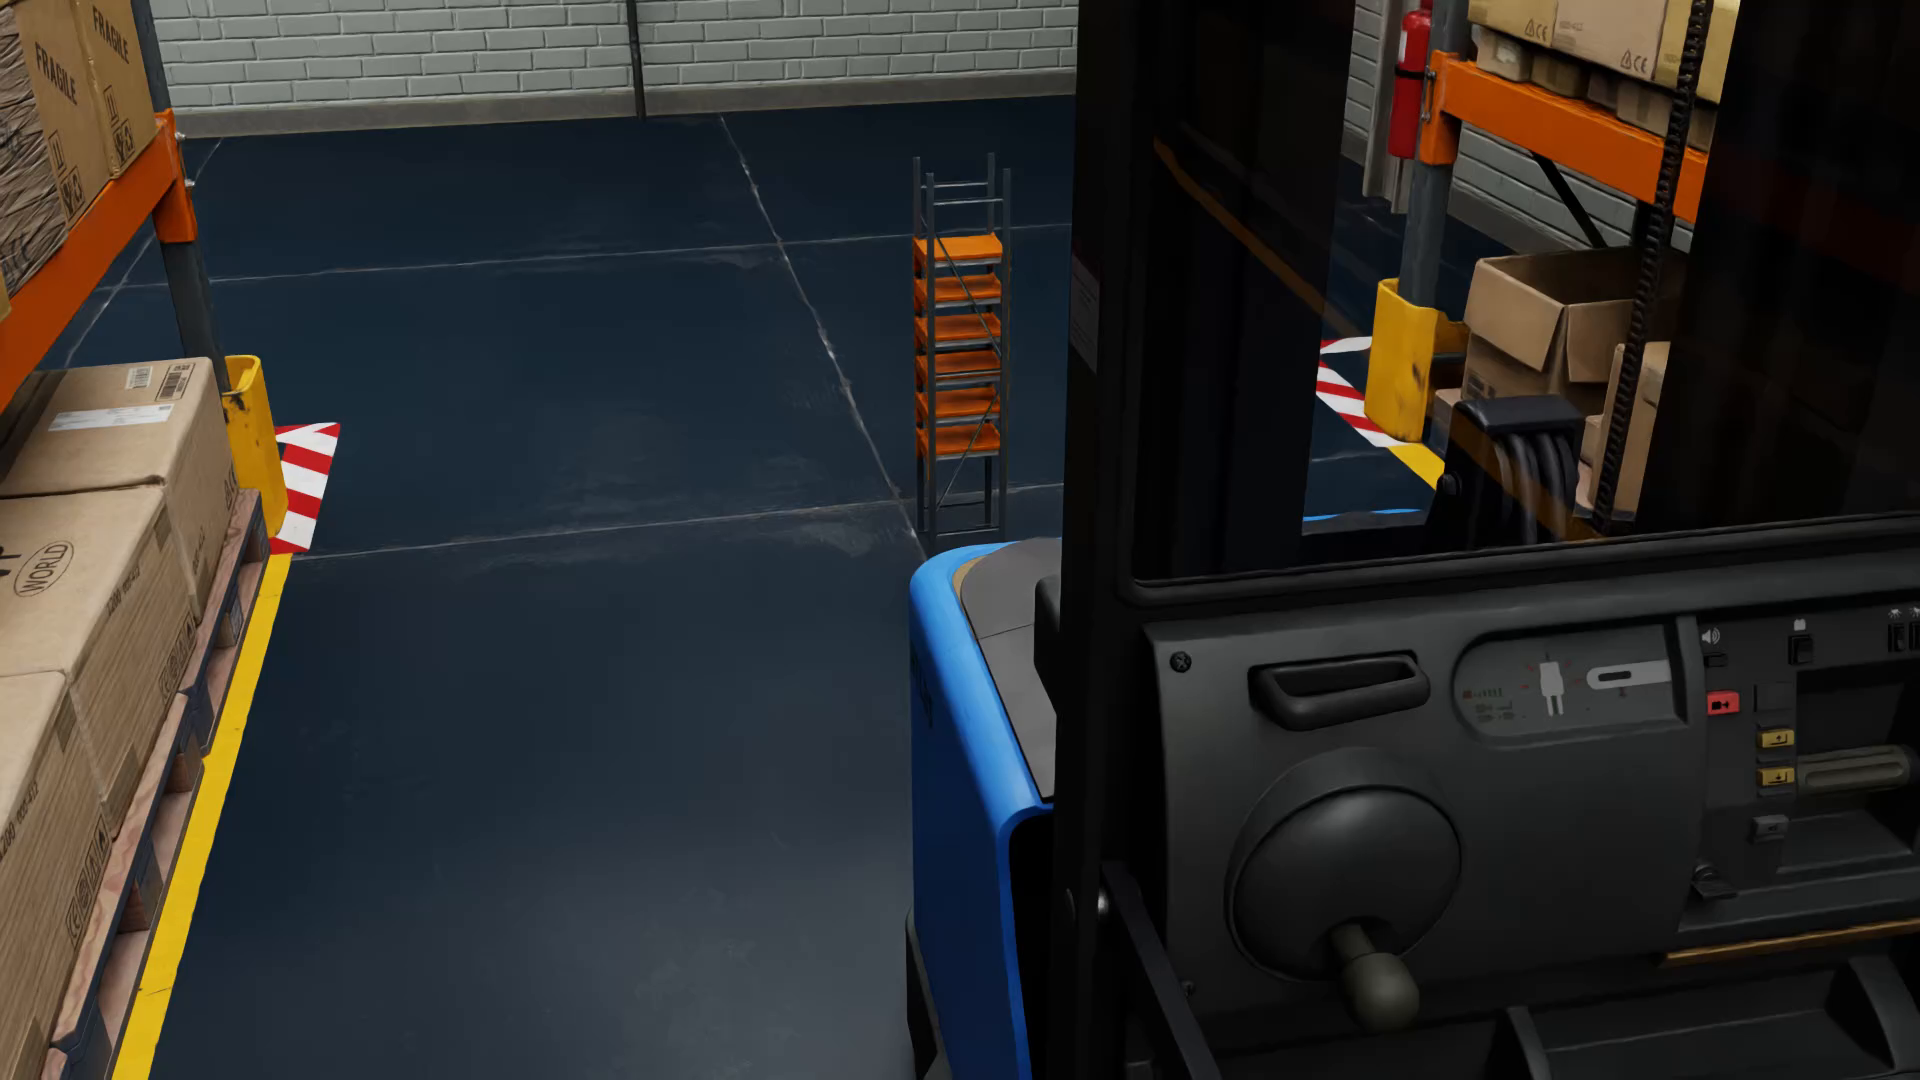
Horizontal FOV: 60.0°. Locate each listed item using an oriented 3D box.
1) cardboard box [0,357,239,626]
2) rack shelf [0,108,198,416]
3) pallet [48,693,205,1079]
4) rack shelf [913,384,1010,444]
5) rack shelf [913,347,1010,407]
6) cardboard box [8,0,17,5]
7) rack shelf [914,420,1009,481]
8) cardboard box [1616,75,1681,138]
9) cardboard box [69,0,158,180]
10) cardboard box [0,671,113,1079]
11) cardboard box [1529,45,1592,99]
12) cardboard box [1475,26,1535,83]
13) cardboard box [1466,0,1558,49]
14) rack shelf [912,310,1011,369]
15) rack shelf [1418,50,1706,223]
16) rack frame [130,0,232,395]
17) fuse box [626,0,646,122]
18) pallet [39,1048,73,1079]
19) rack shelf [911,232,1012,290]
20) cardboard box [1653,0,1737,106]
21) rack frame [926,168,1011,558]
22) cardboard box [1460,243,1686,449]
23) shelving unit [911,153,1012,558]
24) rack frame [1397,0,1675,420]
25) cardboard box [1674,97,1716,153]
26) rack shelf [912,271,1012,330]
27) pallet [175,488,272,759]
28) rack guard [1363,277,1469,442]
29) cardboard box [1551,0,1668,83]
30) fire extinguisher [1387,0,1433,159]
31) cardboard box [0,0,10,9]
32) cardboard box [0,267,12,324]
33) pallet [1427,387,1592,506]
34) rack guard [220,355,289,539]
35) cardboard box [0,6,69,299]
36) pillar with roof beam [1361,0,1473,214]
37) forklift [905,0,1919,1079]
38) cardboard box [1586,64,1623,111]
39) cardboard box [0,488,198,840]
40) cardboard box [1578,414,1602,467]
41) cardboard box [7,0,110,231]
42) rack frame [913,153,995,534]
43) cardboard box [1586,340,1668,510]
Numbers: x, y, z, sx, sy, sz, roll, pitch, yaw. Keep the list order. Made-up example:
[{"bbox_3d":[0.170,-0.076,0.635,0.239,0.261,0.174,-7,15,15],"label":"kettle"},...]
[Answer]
[{"bbox_3d":[-2.511,-0.108,4.513,0.875,0.438,0.875,-7,28,-13],"label":"cardboard box"},{"bbox_3d":[-2.307,-0.145,3.007,1.077,0.370,4.000,-6,27,-12],"label":"rack shelf"},{"bbox_3d":[-2.230,0.778,3.474,1.003,0.211,1.213,-6,27,-12],"label":"pallet"},{"bbox_3d":[0.003,-0.382,5.041,0.258,0.103,0.180,-6,27,-12],"label":"rack shelf"},{"bbox_3d":[0.003,-0.490,4.987,0.258,0.103,0.180,-6,27,-12],"label":"rack shelf"},{"bbox_3d":[-2.271,-1.421,3.516,0.500,0.500,0.500,-6,27,-11],"label":"cardboard box"},{"bbox_3d":[0.003,-0.275,5.095,0.258,0.103,0.180,-6,27,-12],"label":"rack shelf"},{"bbox_3d":[2.077,-1.229,4.636,0.380,0.149,0.250,-5,27,-10],"label":"cardboard box"},{"bbox_3d":[-2.391,-1.204,4.195,0.500,0.500,0.500,-6,27,-11],"label":"cardboard box"},{"bbox_3d":[-2.095,0.689,2.934,0.875,0.438,0.875,-7,28,-13],"label":"cardboard box"},{"bbox_3d":[1.987,-1.458,5.089,0.380,0.149,0.250,-5,27,-10],"label":"cardboard box"},{"bbox_3d":[1.884,-1.565,5.301,0.380,0.149,0.250,-6,27,-12],"label":"cardboard box"},{"bbox_3d":[1.917,-1.689,5.104,0.500,0.250,0.500,-6,27,-11],"label":"cardboard box"},{"bbox_3d":[0.003,-0.597,4.933,0.258,0.103,0.180,-6,27,-12],"label":"rack shelf"},{"bbox_3d":[2.528,-0.651,4.008,1.077,0.370,4.000,-6,27,-12],"label":"rack shelf"},{"bbox_3d":[-2.758,-1.344,4.584,1.000,3.000,0.127,-6,27,-12],"label":"rack frame"},{"bbox_3d":[-1.972,-3.391,10.070,0.539,1.711,0.414,-6,27,-12],"label":"fuse box"},{"bbox_3d":[-1.951,1.315,2.410,1.003,0.211,1.213,-6,27,-12],"label":"pallet"},{"bbox_3d":[0.003,-0.811,4.825,0.258,0.103,0.180,-6,27,-12],"label":"rack shelf"},{"bbox_3d":[2.149,-1.246,4.225,0.500,0.250,0.500,-6,27,-13],"label":"cardboard box"},{"bbox_3d":[0.024,-0.489,4.887,0.240,1.200,0.006,-6,27,-12],"label":"rack frame"},{"bbox_3d":[2.123,-0.645,5.503,0.797,0.503,0.637,-7,28,-14],"label":"cardboard box"},{"bbox_3d":[0.003,-0.529,4.967,0.258,1.200,0.189,-6,27,-12],"label":"shelving unit"},{"bbox_3d":[2.077,-1.850,5.586,1.000,3.000,0.127,-6,27,-12],"label":"rack frame"},{"bbox_3d":[2.142,-1.113,4.406,0.380,0.149,0.250,-6,27,-11],"label":"cardboard box"},{"bbox_3d":[0.003,-0.704,4.879,0.258,0.103,0.180,-6,27,-12],"label":"rack shelf"},{"bbox_3d":[-2.501,0.244,4.533,1.003,0.211,1.213,-6,27,-12],"label":"pallet"},{"bbox_3d":[2.095,-0.700,6.083,1.175,0.500,0.348,-6,27,-12],"label":"rack guard"},{"bbox_3d":[2.031,-1.468,4.665,0.500,0.250,0.500,-6,27,-11],"label":"cardboard box"},{"bbox_3d":[1.594,-1.666,5.722,0.296,0.674,0.183,-6,27,-12],"label":"fire extinguisher"},{"bbox_3d":[-2.162,-1.204,3.085,0.500,0.500,0.500,-6,27,-12],"label":"cardboard box"},{"bbox_3d":[-2.038,-0.532,2.864,0.500,0.500,0.500,-5,27,-10],"label":"cardboard box"},{"bbox_3d":[2.275,-0.221,5.455,1.003,0.211,1.213,-6,27,-12],"label":"pallet"},{"bbox_3d":[-2.763,-0.239,5.168,1.175,0.500,0.348,-6,27,-12],"label":"rack guard"},{"bbox_3d":[-2.167,-0.757,3.310,0.500,0.500,0.500,-5,27,-10],"label":"cardboard box"},{"bbox_3d":[-1.846,-5.366,5.894,9.100,9.000,0.400,-6,27,-12],"label":"pillar with roof beam"},{"bbox_3d":[0.684,0.274,1.455,1.130,2.935,3.031,-5,27,-10],"label":"forklift"},{"bbox_3d":[2.080,-1.347,4.868,0.380,0.149,0.250,-6,27,-12],"label":"cardboard box"},{"bbox_3d":[-2.297,0.293,3.718,0.875,0.438,0.875,-5,27,-10],"label":"cardboard box"},{"bbox_3d":[2.181,-0.296,5.205,0.380,0.149,0.250,-7,28,-14],"label":"cardboard box"},{"bbox_3d":[-2.293,-0.982,3.756,0.500,0.500,0.500,-7,28,-13],"label":"cardboard box"},{"bbox_3d":[-0.017,-0.569,5.047,0.240,1.200,0.006,-6,27,-12],"label":"rack frame"},{"bbox_3d":[2.278,-0.264,4.752,0.700,0.500,0.500,-5,27,-9],"label":"cardboard box"}]
